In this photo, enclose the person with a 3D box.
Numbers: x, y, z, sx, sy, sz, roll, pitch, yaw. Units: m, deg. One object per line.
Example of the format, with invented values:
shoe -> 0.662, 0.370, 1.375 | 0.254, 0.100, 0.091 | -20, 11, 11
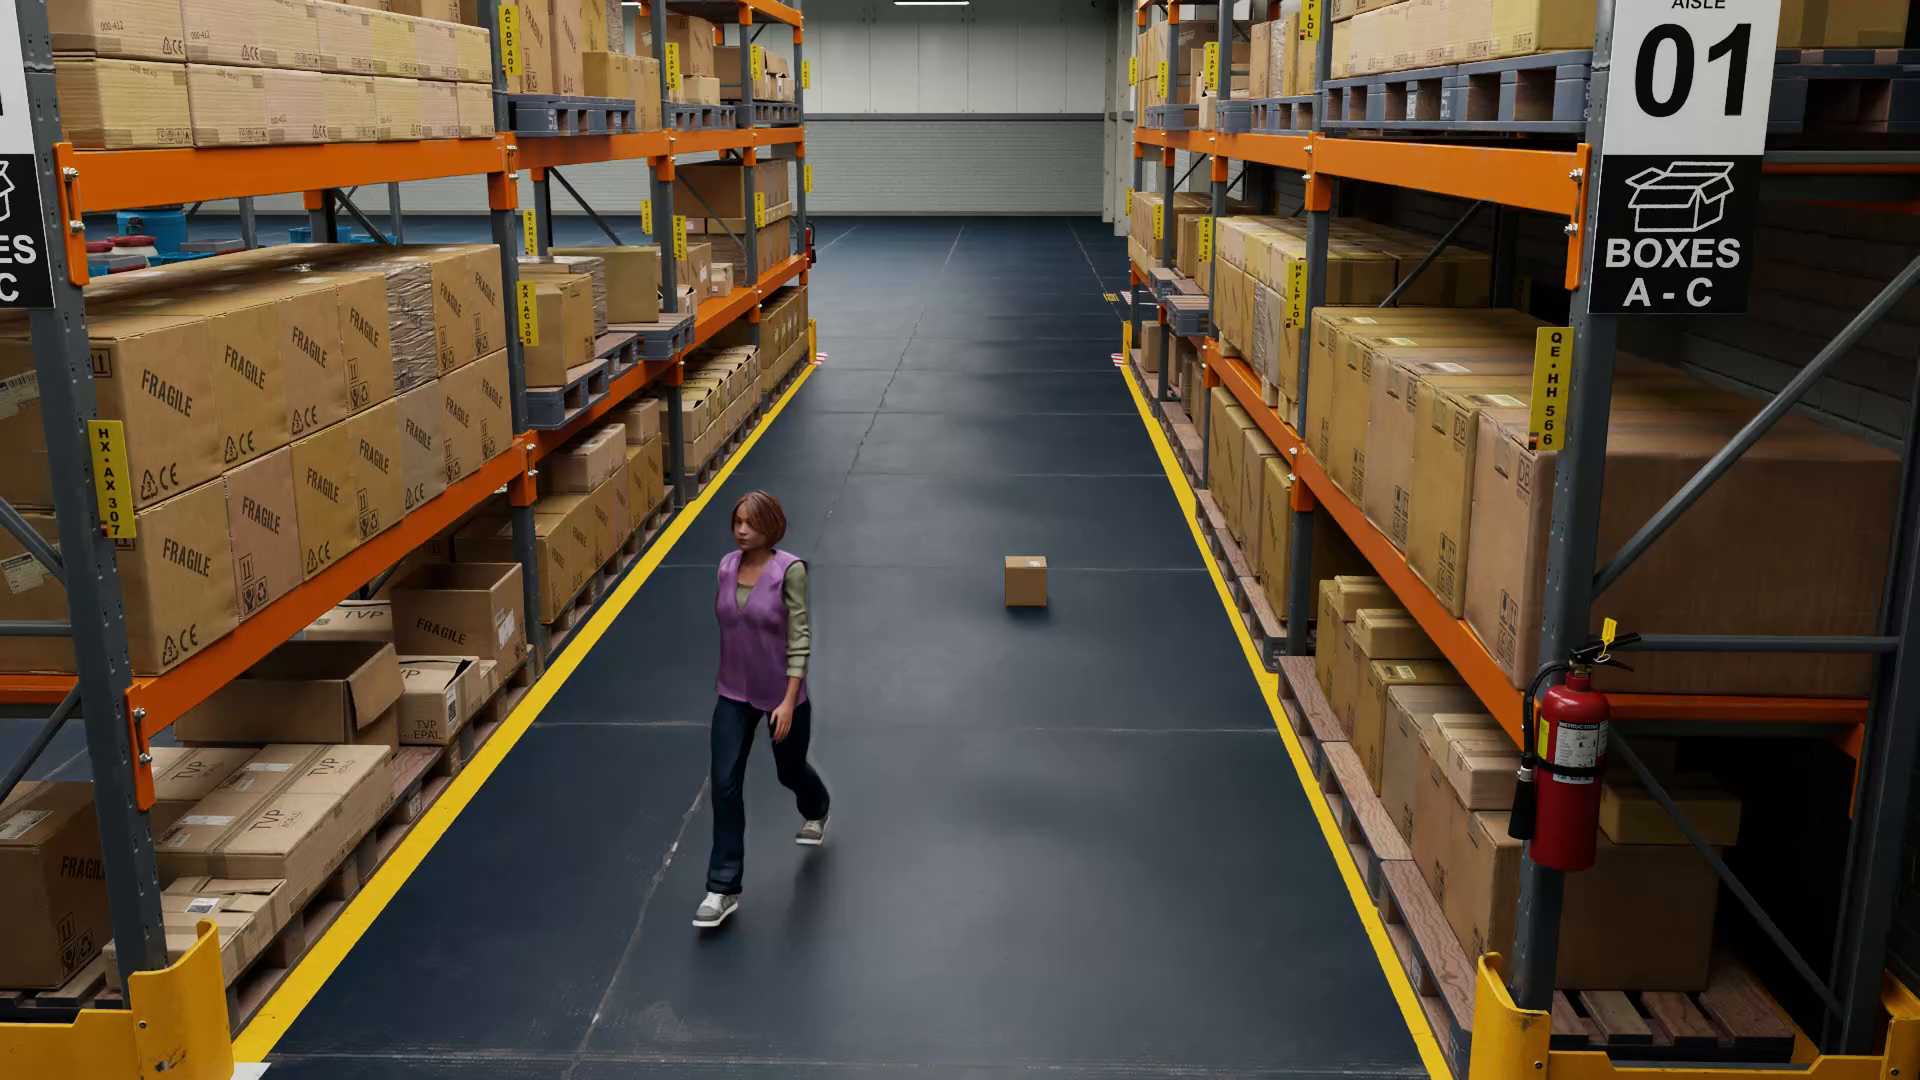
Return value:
person -> -0.729, 0.576, 6.223 | 0.405, 1.543, 0.928 | 4, 15, 16
